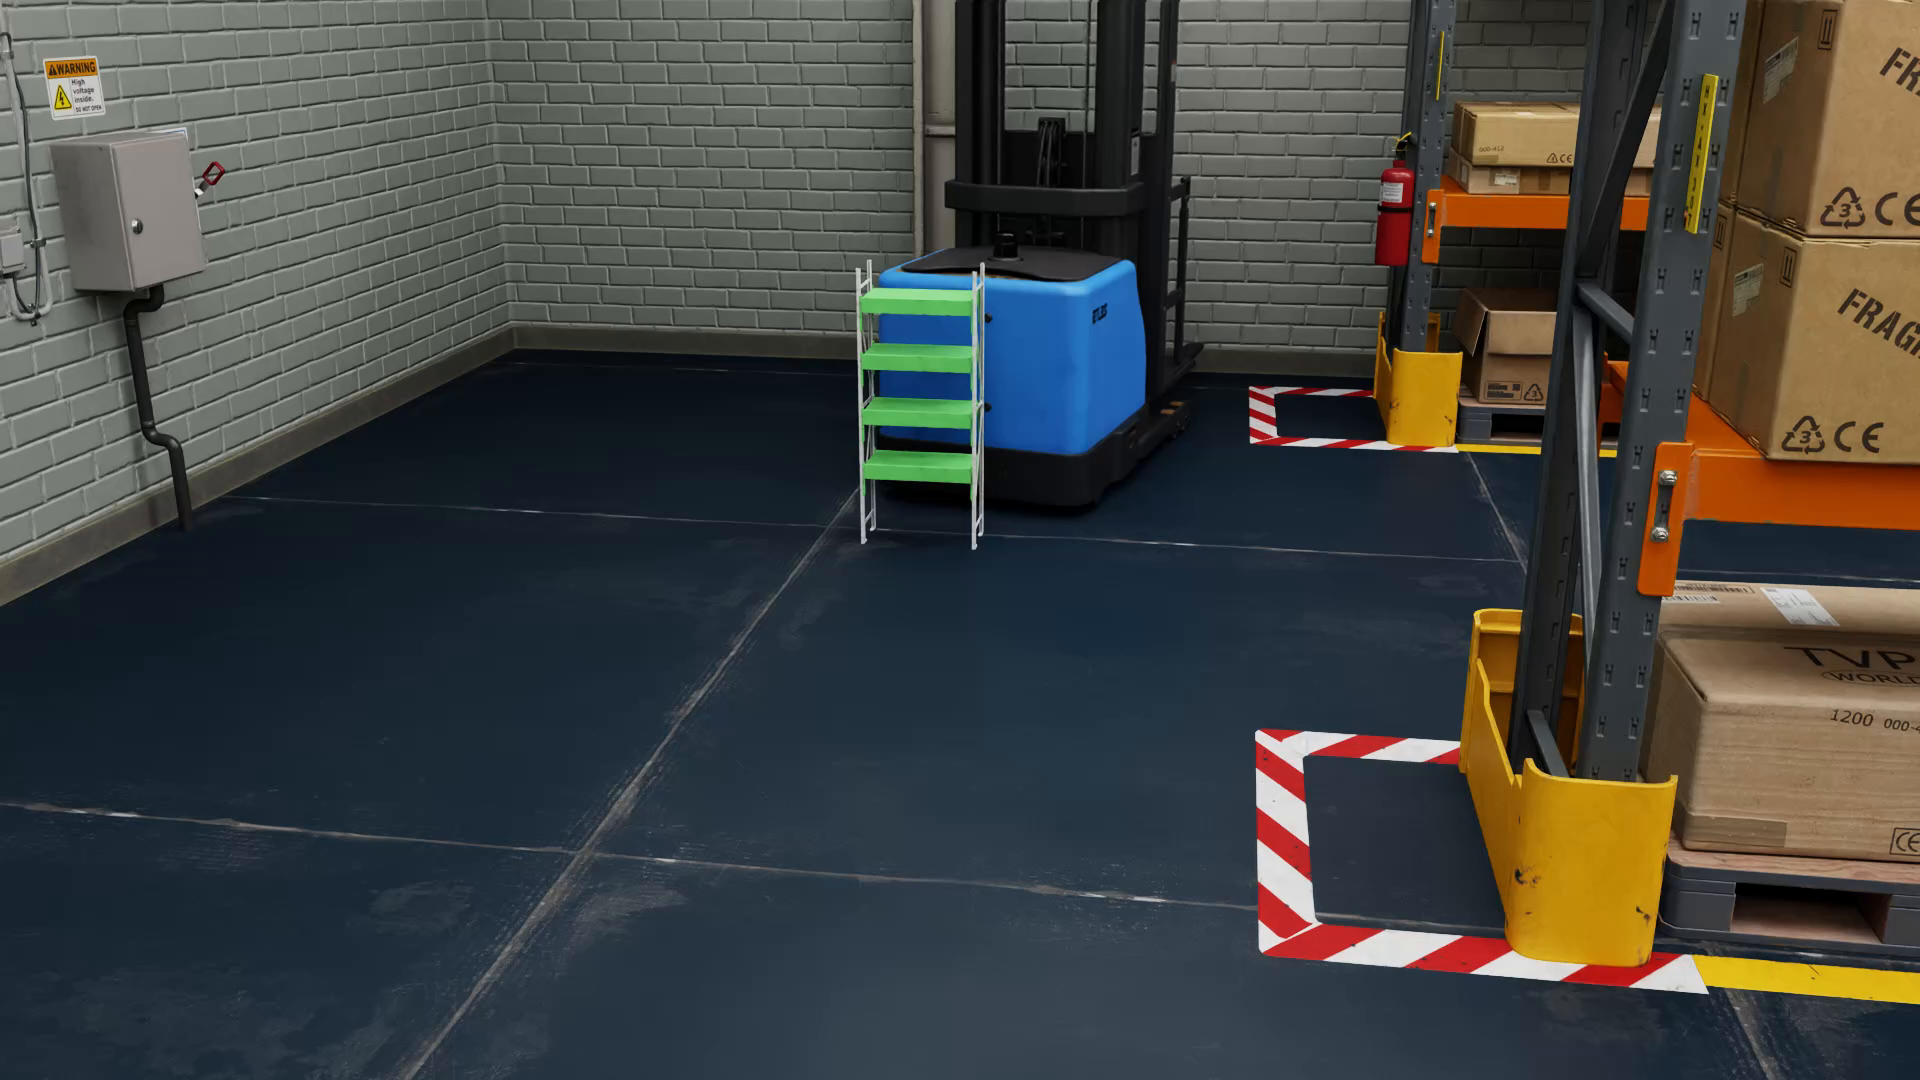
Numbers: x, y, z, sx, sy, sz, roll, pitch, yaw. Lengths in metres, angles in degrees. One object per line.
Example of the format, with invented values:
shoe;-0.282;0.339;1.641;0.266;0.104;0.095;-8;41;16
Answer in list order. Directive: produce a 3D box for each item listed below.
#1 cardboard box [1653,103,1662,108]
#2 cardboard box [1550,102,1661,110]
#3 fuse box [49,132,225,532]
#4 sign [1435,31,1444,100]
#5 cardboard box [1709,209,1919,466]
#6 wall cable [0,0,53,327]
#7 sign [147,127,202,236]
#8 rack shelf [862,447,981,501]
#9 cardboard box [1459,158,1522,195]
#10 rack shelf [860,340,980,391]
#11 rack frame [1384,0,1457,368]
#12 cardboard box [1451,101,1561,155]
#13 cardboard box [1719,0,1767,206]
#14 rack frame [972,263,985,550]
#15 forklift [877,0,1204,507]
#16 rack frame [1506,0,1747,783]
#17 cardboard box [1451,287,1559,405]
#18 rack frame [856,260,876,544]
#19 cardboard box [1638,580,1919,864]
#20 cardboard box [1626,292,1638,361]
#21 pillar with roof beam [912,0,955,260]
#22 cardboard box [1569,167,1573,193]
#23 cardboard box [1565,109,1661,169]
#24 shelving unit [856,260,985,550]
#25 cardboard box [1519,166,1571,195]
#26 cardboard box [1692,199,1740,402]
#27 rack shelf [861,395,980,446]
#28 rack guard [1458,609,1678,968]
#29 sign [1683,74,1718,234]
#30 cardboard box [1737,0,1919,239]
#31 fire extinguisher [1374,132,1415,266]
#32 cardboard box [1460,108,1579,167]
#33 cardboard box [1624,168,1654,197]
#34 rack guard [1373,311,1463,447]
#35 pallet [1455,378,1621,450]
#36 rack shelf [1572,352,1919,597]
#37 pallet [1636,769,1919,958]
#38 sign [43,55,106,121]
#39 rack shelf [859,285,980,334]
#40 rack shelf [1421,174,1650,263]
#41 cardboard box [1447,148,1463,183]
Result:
cardboard box;3.948;-2.180;8.859;0.500;0.250;0.500;4;19;10
cardboard box;3.460;-2.206;8.938;0.500;0.250;0.500;3;19;9
fuse box;-3.423;-0.864;7.188;0.414;1.711;0.539;3;19;9
sign;2.369;-2.343;8.215;0.005;0.325;0.100;3;19;9
cardboard box;2.099;-0.481;3.855;0.500;0.500;0.500;3;19;8
wall cable;-3.687;-1.751;6.207;0.122;1.984;0.588;3;19;9
sign;-3.549;-1.595;7.492;0.001;0.494;0.329;3;19;9
rack shelf;-0.163;-0.289;7.234;0.480;0.148;0.258;3;19;9
cardboard box;2.736;-1.881;8.594;0.250;0.149;0.380;3;19;8
rack shelf;-0.163;-0.744;7.082;0.480;0.148;0.258;3;19;9
rack frame;2.455;-2.103;8.860;0.127;3.000;1.000;3;19;9
cardboard box;2.951;-2.233;9.016;0.500;0.250;0.500;3;19;10
cardboard box;2.185;-1.119;4.188;0.500;0.500;0.500;4;19;10
rack frame;0.077;-0.565;7.101;0.015;1.200;0.240;3;19;9
forklift;0.620;-1.970;8.572;1.130;2.935;3.031;7;20;20
rack frame;1.671;-0.548;4.212;0.127;3.000;1.000;3;19;9
cardboard box;3.044;-1.058;9.009;0.637;0.503;0.797;2;19;6
rack frame;-0.404;-0.590;7.174;0.015;1.200;0.240;3;19;9
cardboard box;2.339;0.470;4.547;0.875;0.438;0.875;2;19;7
cardboard box;3.881;-1.001;8.845;0.500;0.500;0.700;4;19;11
pillar with roof beam;-0.747;-4.017;5.127;0.400;9.000;9.100;3;19;9
cardboard box;3.259;-1.881;8.592;0.250;0.149;0.380;3;19;8
cardboard box;3.358;-2.040;8.441;0.500;0.250;0.500;3;19;9
shelving unit;-0.163;-0.577;7.138;0.503;1.200;0.258;3;19;9
cardboard box;2.994;-1.883;8.599;0.250;0.149;0.380;3;19;10
cardboard box;2.189;-0.654;4.372;0.500;0.500;0.500;3;19;9
rack shelf;-0.163;-0.517;7.158;0.480;0.148;0.258;3;19;9
rack guard;1.647;0.637;4.613;0.348;0.500;1.175;3;19;9
sign;1.577;-0.822;3.544;0.005;0.325;0.100;3;19;9
cardboard box;2.100;-0.956;3.699;0.500;0.500;0.500;3;19;7
fire extinguisher;2.236;-1.752;8.521;0.183;0.674;0.296;3;19;9
cardboard box;2.860;-2.066;8.517;0.500;0.250;0.500;3;19;9
cardboard box;3.499;-1.849;8.497;0.250;0.149;0.380;4;19;10
rack guard;2.530;-0.914;9.246;0.348;0.500;1.175;3;19;9
pallet;3.317;-0.737;9.172;1.213;0.211;1.003;3;19;9
rack shelf;3.646;-0.106;4.026;4.000;0.370;1.077;3;19;9
pallet;2.473;0.791;4.608;1.213;0.211;1.003;3;19;9
sign;-3.636;-1.860;6.832;0.001;0.242;0.339;3;19;9
rack shelf;-0.163;-0.972;7.006;0.480;0.148;0.258;3;19;9
rack shelf;4.429;-1.661;8.674;4.000;0.370;1.077;3;19;9
cardboard box;2.824;-2.051;9.102;0.250;0.149;0.380;3;19;8
